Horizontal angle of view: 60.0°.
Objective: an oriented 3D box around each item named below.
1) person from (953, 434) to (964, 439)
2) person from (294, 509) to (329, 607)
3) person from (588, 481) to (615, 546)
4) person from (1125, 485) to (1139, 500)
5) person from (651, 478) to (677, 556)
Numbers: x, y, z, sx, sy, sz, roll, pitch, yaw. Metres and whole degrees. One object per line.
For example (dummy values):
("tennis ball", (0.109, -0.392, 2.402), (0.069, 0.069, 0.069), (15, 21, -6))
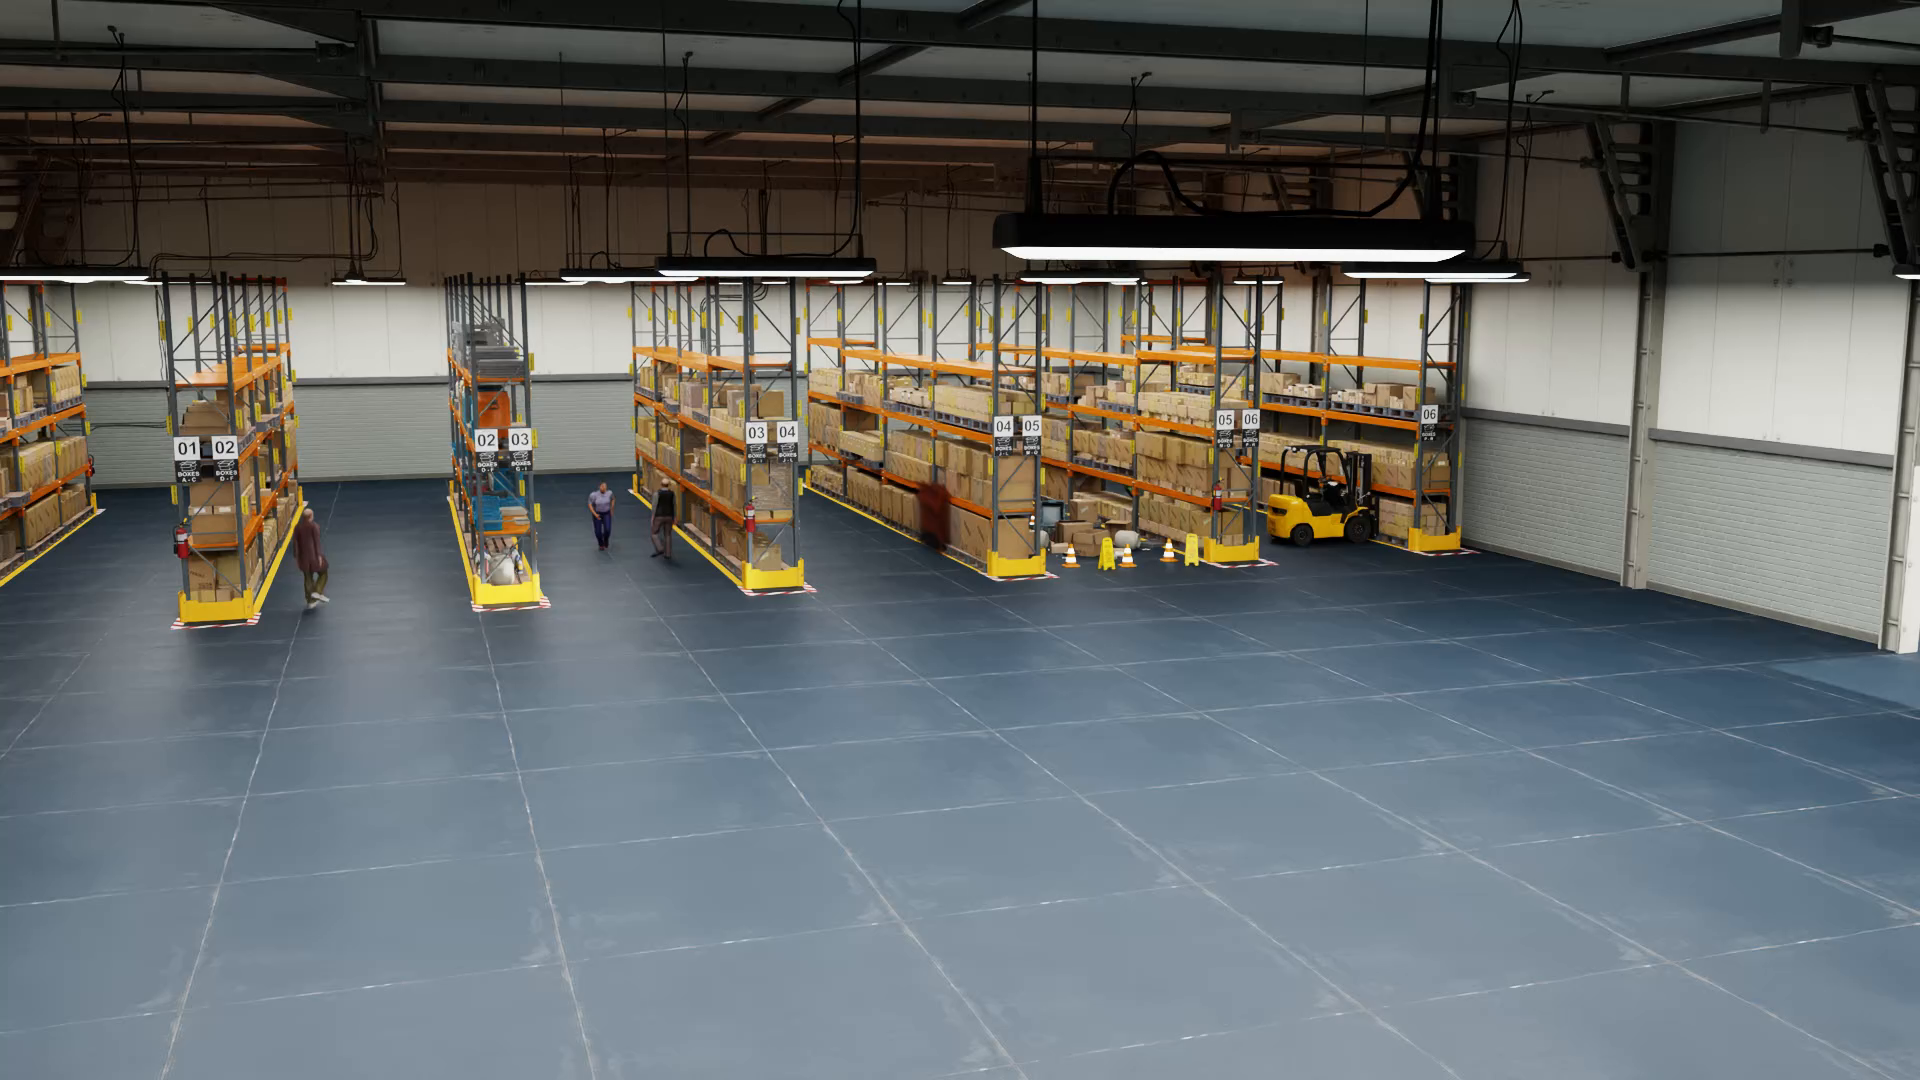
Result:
("person", (-0.024, -3.125, 53.192), (0.387, 1.709, 0.492), (-8, 12, -42))
("person", (-11.730, 0.320, 30.052), (0.618, 1.767, 0.468), (-1, 9, -4))
("person", (-7.865, -0.564, 36.507), (0.573, 1.482, 0.614), (-2, 9, -13))
("person", (4.590, -1.780, 43.868), (0.635, 1.703, 0.632), (-7, 11, -41))
("person", (-6.288, -0.479, 35.353), (0.571, 1.657, 0.423), (-4, 10, -27))
